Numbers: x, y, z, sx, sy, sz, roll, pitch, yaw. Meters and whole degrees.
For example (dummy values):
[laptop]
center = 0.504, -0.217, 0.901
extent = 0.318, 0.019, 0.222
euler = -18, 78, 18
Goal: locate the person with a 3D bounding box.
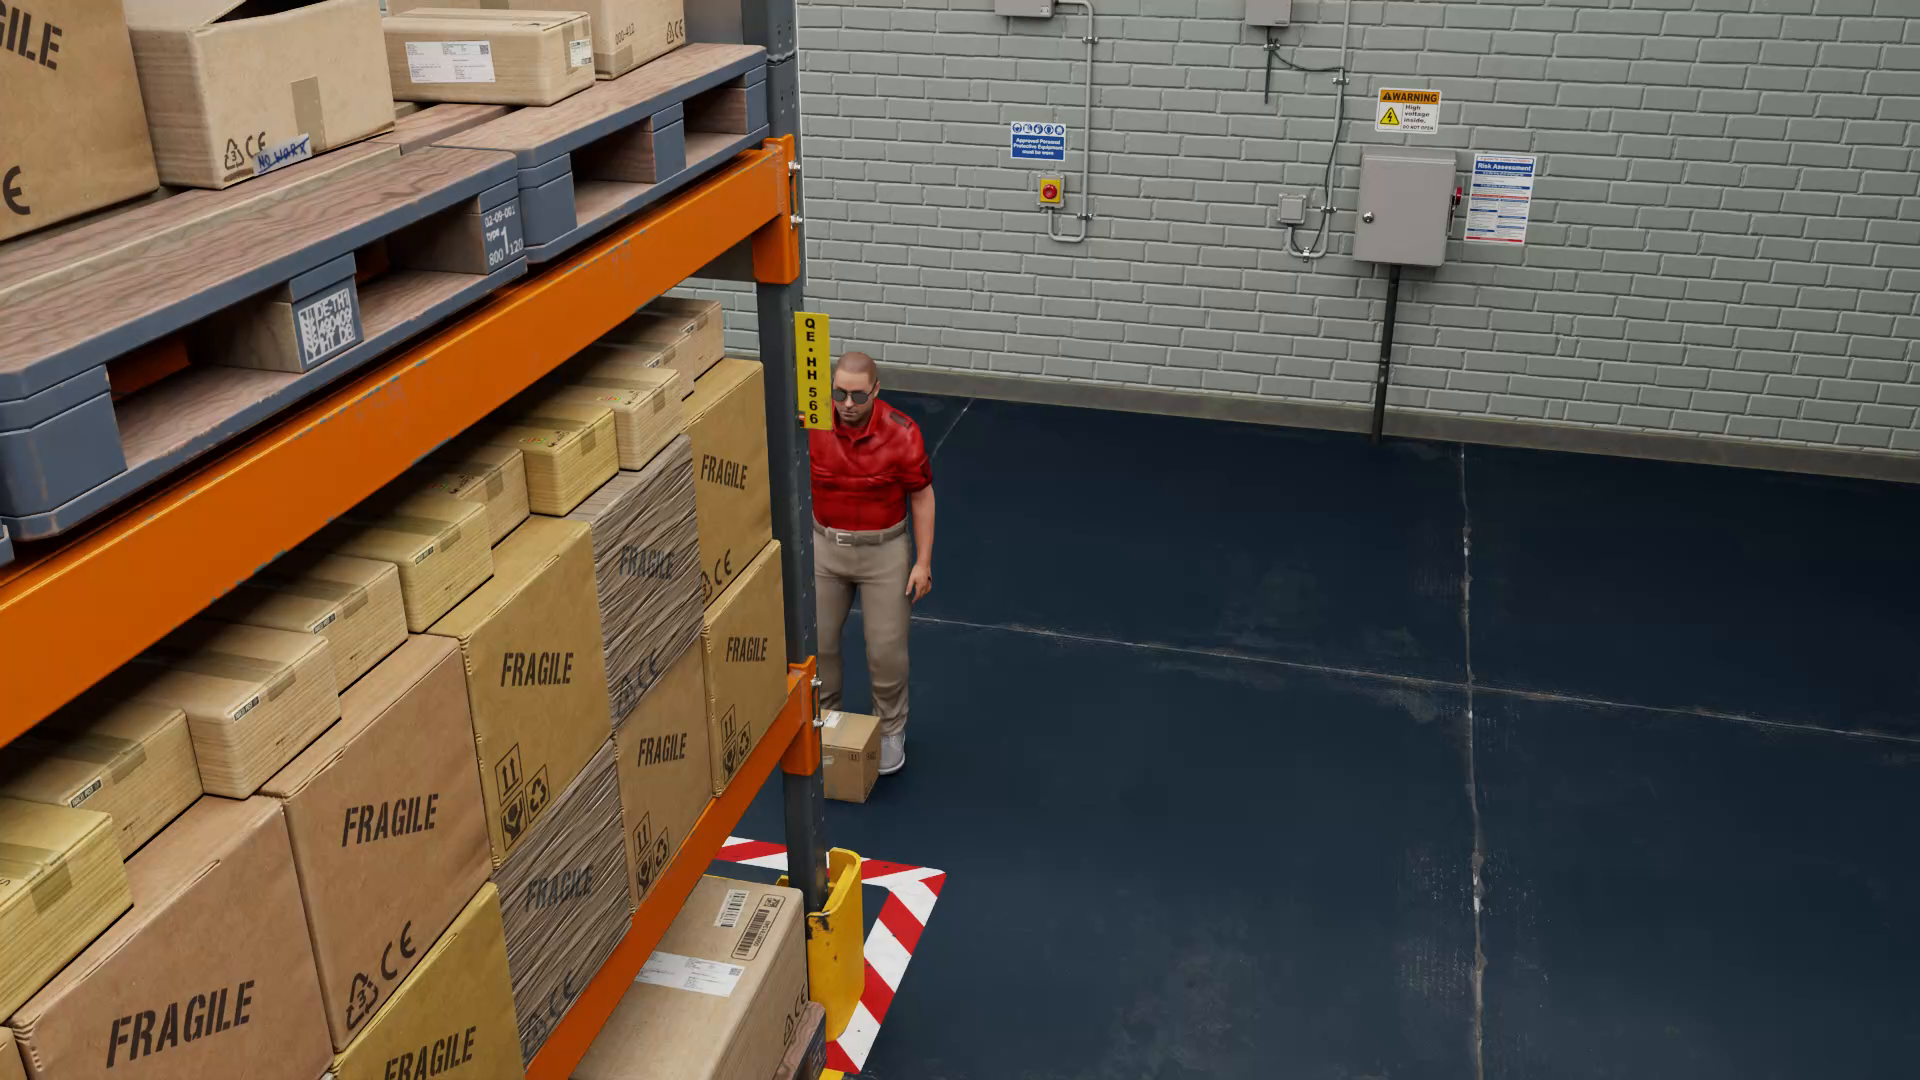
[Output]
[person]
center = -0.401, 0.076, 6.462
extent = 0.606, 1.727, 0.389
euler = 5, 26, 10
